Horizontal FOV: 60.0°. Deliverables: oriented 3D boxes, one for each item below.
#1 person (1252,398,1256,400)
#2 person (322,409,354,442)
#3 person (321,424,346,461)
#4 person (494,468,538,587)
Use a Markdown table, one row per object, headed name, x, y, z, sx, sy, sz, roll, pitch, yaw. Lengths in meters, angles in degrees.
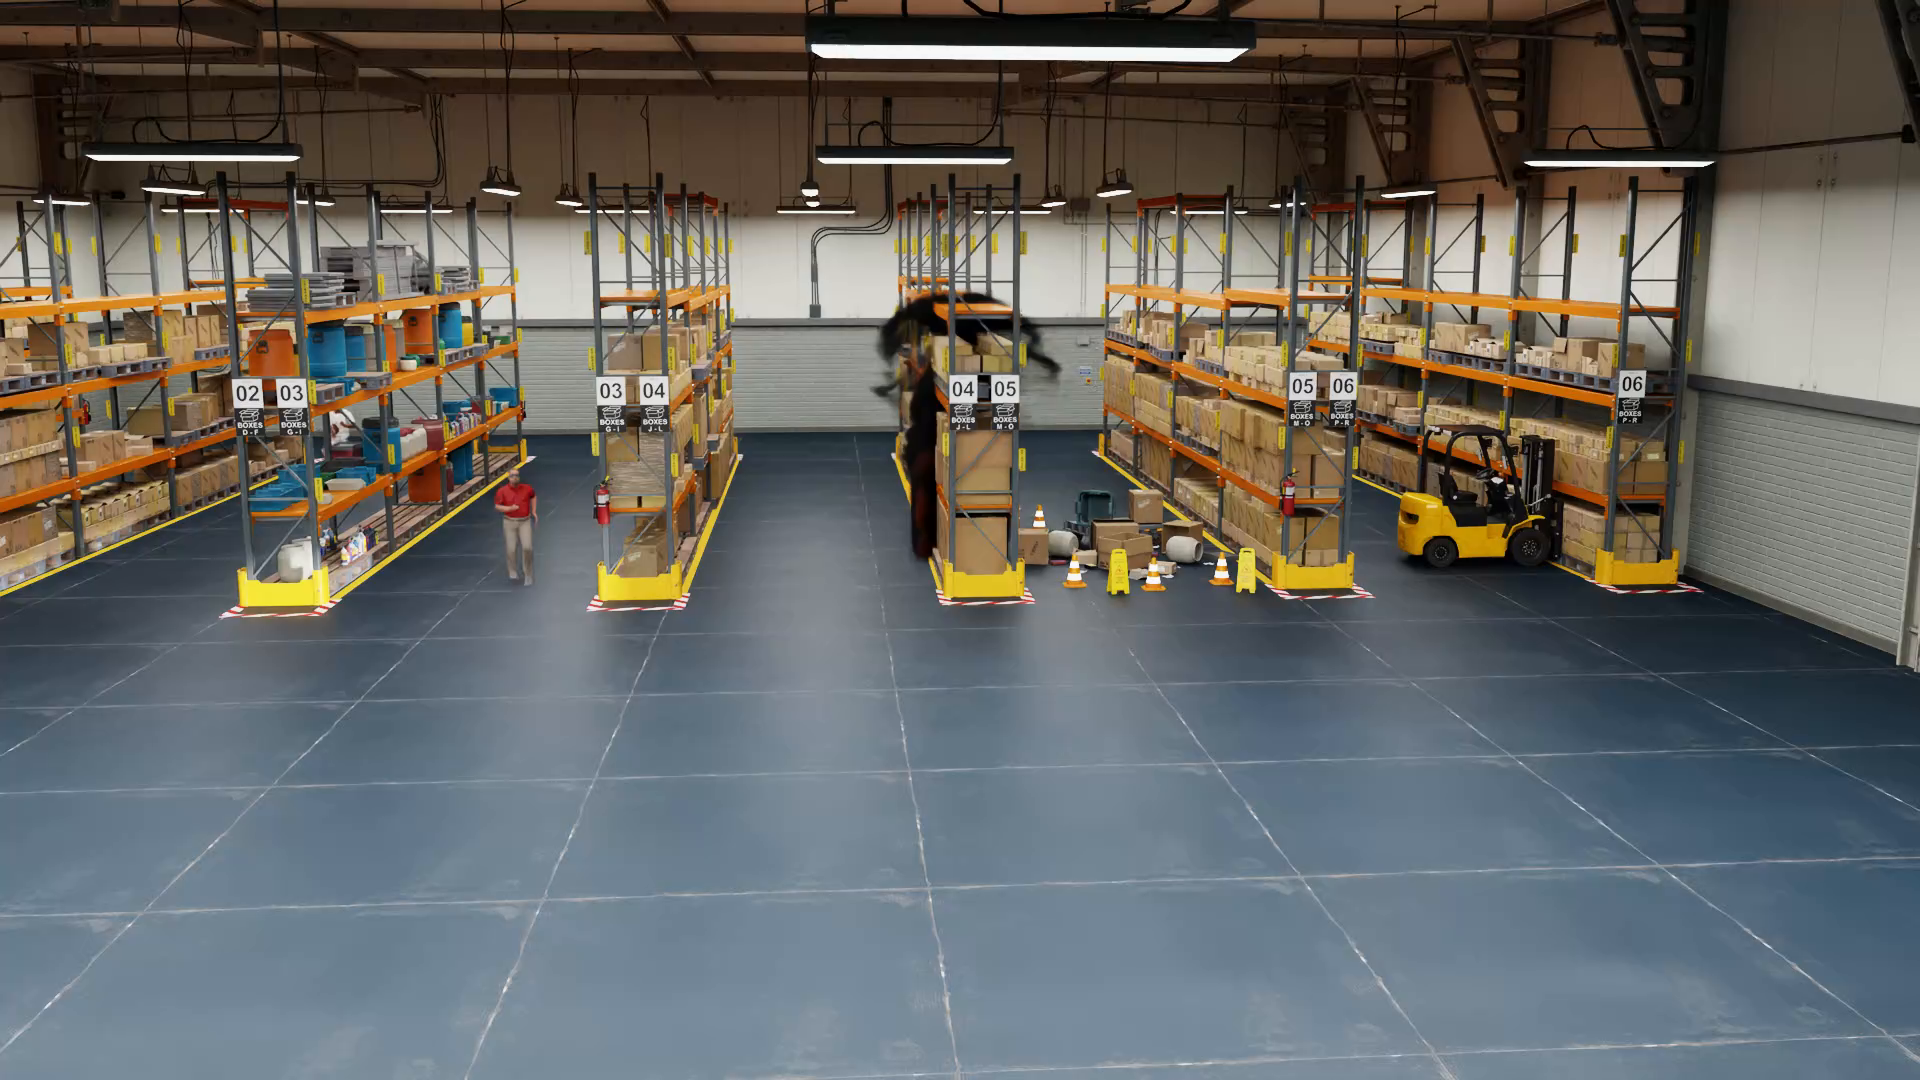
| name | x | y | z | sx | sy | sz | roll | pitch | yaw |
| --- | --- | --- | --- | --- | --- | --- | --- | --- | --- |
| person | 6.402 | -2.263 | 36.484 | 0.737 | 1.740 | 0.641 | -1 | 10 | -7 |
| person | -13.413 | -2.197 | 35.917 | 0.691 | 1.782 | 0.938 | -3 | 10 | -17 |
| person | -12.363 | -1.525 | 32.909 | 0.528 | 1.536 | 0.567 | -1 | 10 | -4 |
| person | -6.609 | -0.179 | 24.834 | 0.635 | 1.795 | 0.751 | -3 | 11 | -19 |
